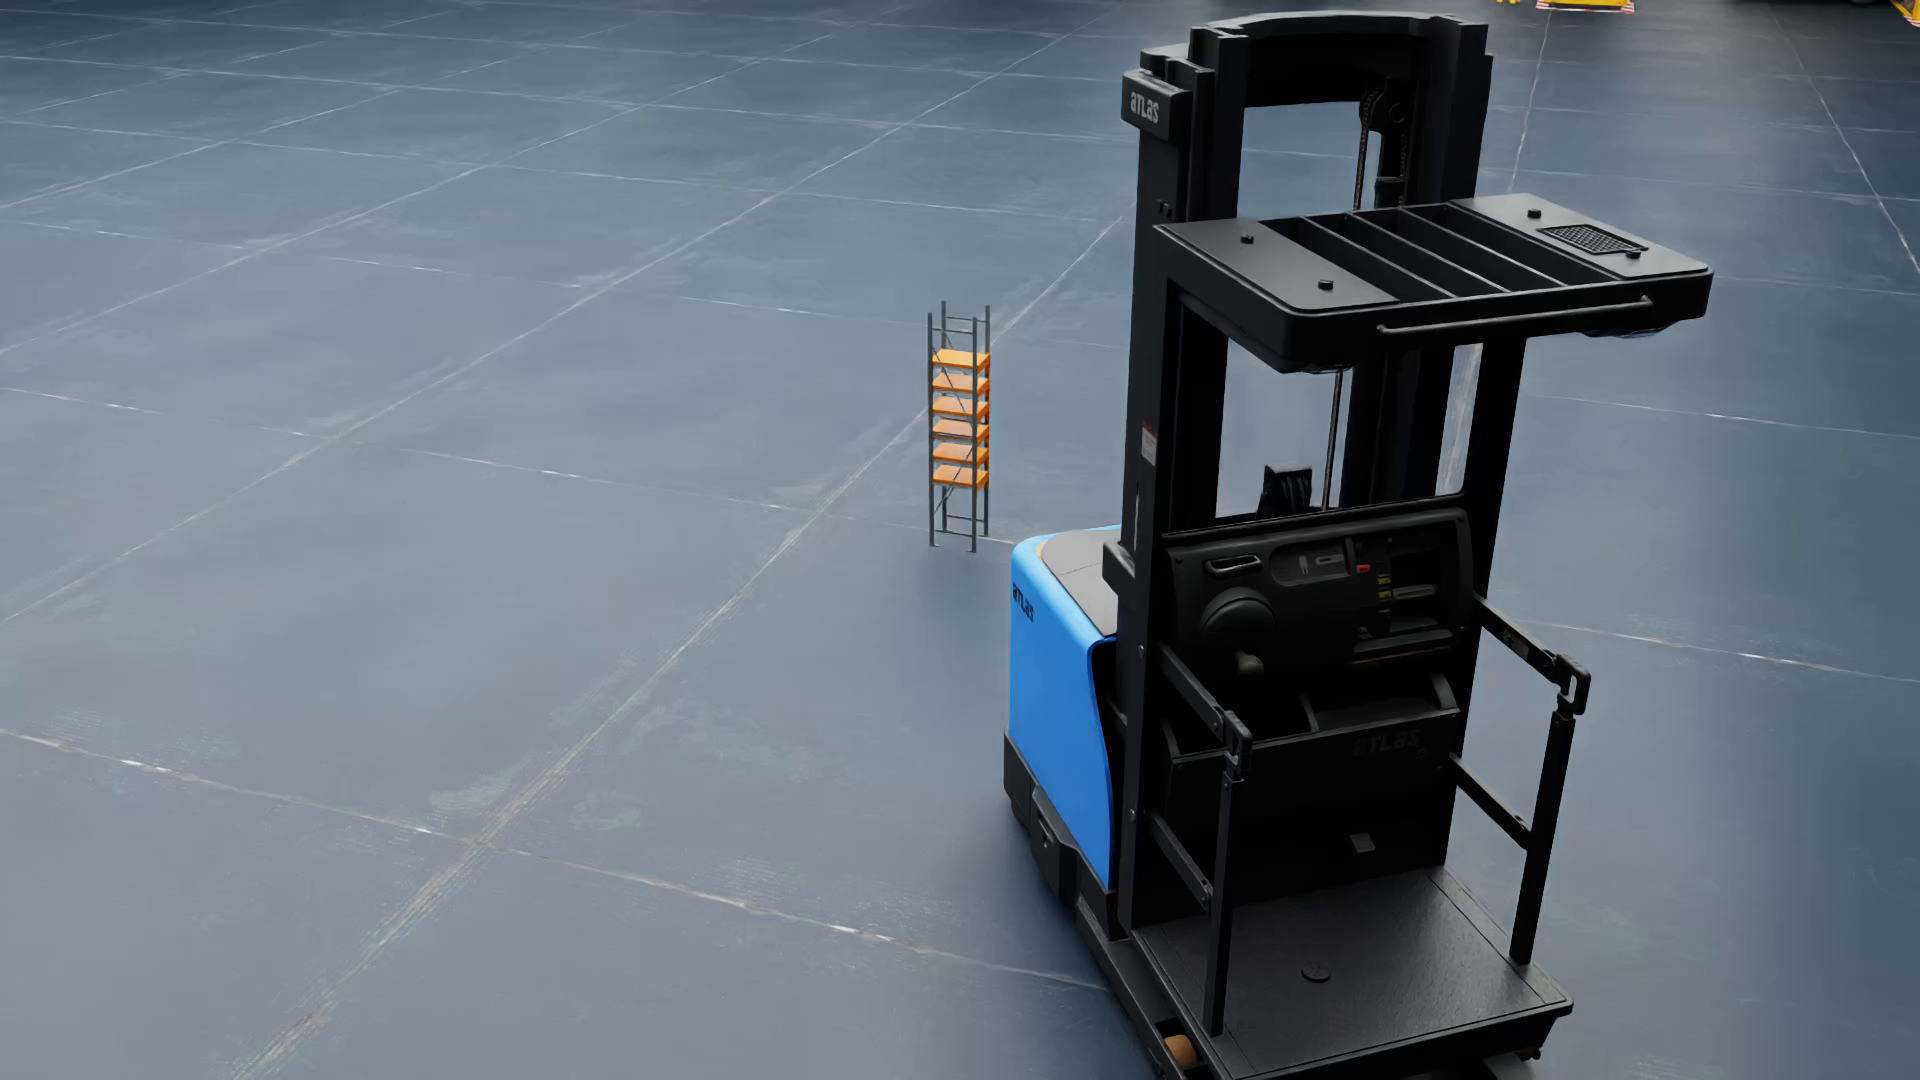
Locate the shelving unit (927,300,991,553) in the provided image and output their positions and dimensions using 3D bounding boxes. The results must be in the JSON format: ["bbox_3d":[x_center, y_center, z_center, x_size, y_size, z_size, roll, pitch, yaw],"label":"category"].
[{"bbox_3d":[-0.005,-0.534,7.976,0.258,1.200,0.189,9,27,17],"label":"shelving unit"}]

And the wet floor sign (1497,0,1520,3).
[{"bbox_3d":[8.216,-8.347,24.750,0.267,0.644,0.232,20,32,35],"label":"wet floor sign"}]

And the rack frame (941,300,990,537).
[{"bbox_3d":[0.026,-0.572,8.054,0.240,1.200,0.006,9,27,17],"label":"rack frame"}]

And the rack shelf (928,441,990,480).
[{"bbox_3d":[-0.005,-0.386,8.048,0.258,0.103,0.180,9,27,17],"label":"rack shelf"}]

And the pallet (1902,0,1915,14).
[{"bbox_3d":[14.185,-7.677,23.863,1.003,0.211,1.213,9,27,17],"label":"pallet"}]

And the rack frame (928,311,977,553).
[{"bbox_3d":[-0.035,-0.496,7.899,0.240,1.200,0.006,9,27,17],"label":"rack frame"}]

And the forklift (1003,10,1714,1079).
[{"bbox_3d":[1.090,0.190,4.494,1.130,2.935,3.031,-8,27,-16],"label":"forklift"}]

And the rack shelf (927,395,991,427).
[{"bbox_3d":[-0.005,-0.602,7.943,0.258,0.103,0.180,9,27,17],"label":"rack shelf"}]

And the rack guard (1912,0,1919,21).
[{"bbox_3d":[13.962,-7.477,23.118,1.175,0.500,0.348,9,27,17],"label":"rack guard"}]

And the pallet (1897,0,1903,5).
[{"bbox_3d":[14.593,-8.177,24.895,1.003,0.211,1.213,9,27,17],"label":"pallet"}]

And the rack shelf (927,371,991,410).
[{"bbox_3d":[-0.005,-0.710,7.891,0.258,0.103,0.180,9,27,17],"label":"rack shelf"}]

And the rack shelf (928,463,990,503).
[{"bbox_3d":[-0.005,-0.278,8.100,0.258,0.103,0.180,9,27,17],"label":"rack shelf"}]

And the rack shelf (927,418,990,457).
[{"bbox_3d":[-0.005,-0.494,7.996,0.258,0.103,0.180,9,27,17],"label":"rack shelf"}]

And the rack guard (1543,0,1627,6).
[{"bbox_3d":[9.313,-8.236,24.687,1.175,0.500,0.348,9,27,17],"label":"rack guard"}]

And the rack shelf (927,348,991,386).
[{"bbox_3d":[-0.005,-0.818,7.839,0.258,0.103,0.180,9,27,17],"label":"rack shelf"}]

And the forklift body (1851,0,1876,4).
[{"bbox_3d":[12.881,-9.273,24.935,2.313,2.155,1.214,9,27,17],"label":"forklift body"}]
